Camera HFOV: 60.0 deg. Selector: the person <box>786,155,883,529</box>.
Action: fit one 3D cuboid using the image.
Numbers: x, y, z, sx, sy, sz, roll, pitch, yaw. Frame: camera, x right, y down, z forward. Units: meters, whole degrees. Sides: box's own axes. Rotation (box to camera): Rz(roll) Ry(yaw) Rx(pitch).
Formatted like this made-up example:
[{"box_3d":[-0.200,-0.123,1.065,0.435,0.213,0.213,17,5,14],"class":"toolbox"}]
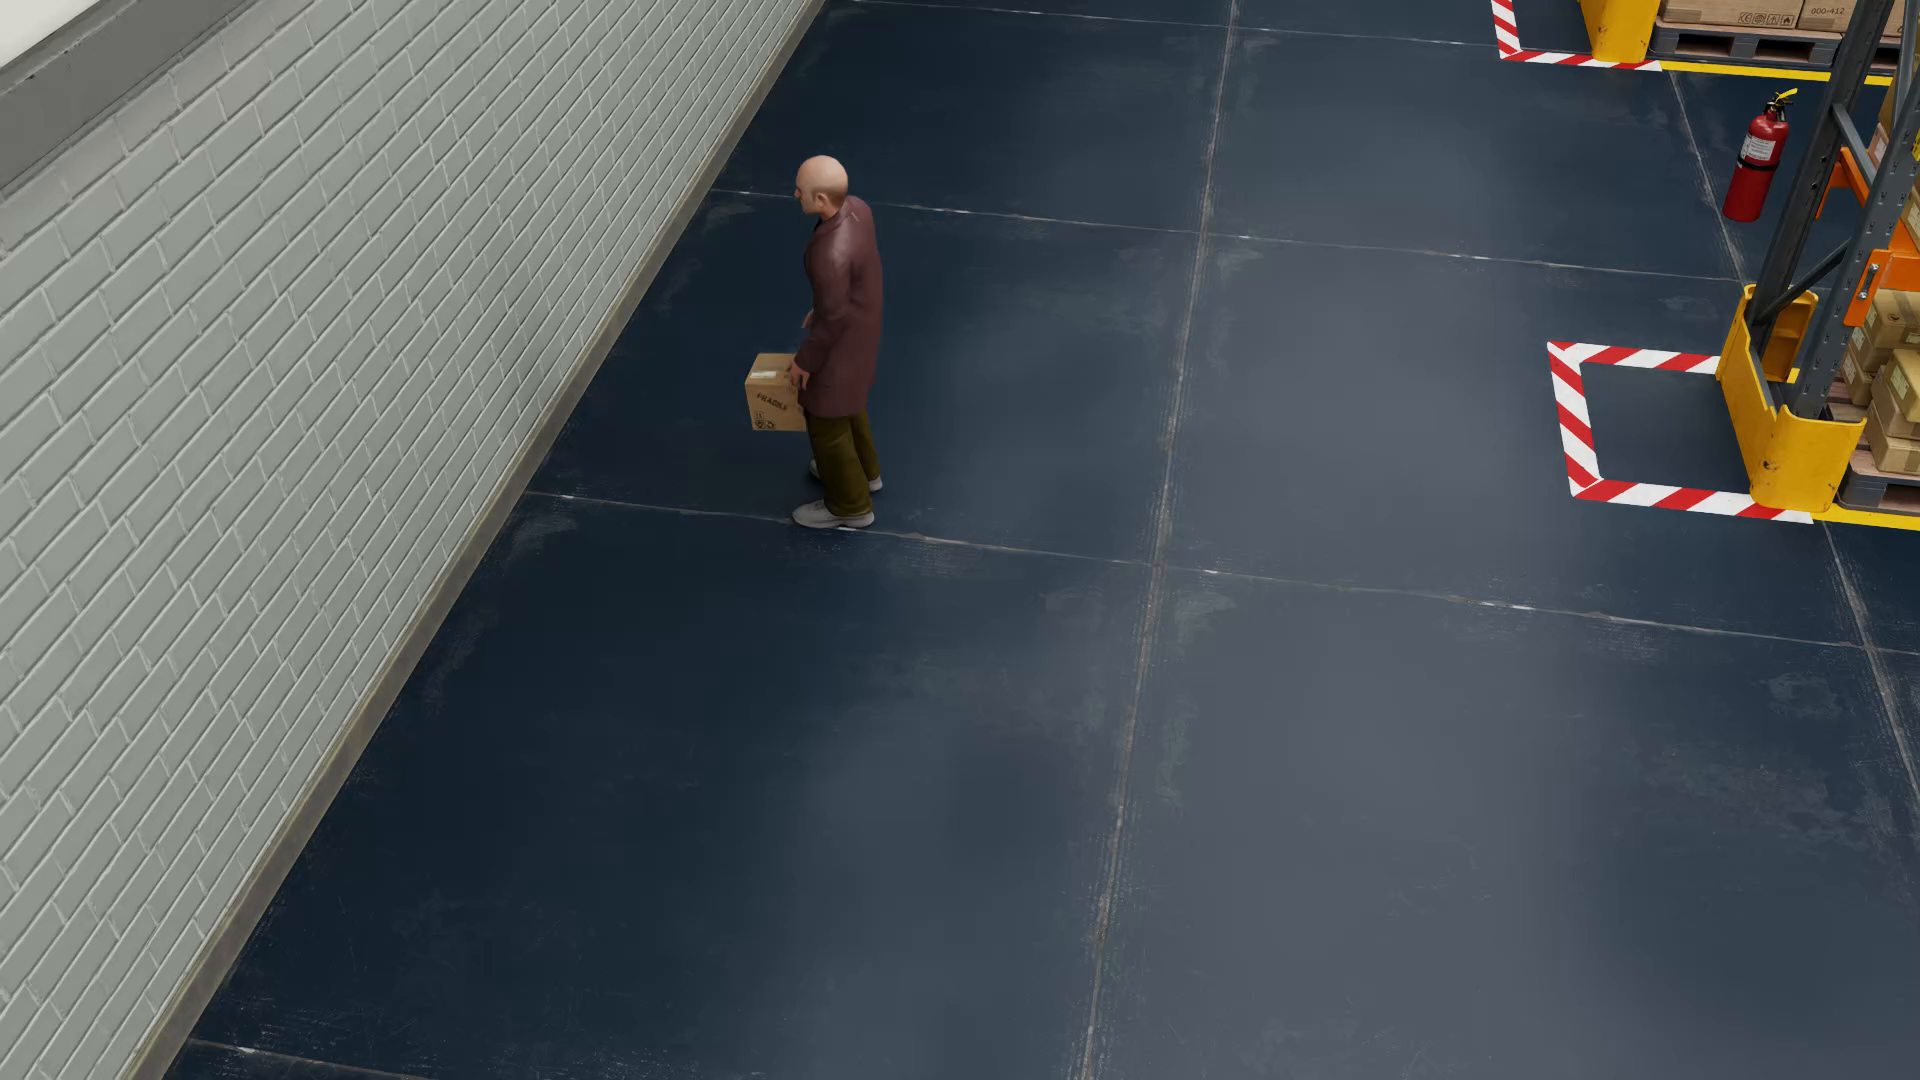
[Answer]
[{"box_3d":[-0.540,-0.842,7.168,0.425,1.779,0.587,6,40,7],"class":"person"}]
